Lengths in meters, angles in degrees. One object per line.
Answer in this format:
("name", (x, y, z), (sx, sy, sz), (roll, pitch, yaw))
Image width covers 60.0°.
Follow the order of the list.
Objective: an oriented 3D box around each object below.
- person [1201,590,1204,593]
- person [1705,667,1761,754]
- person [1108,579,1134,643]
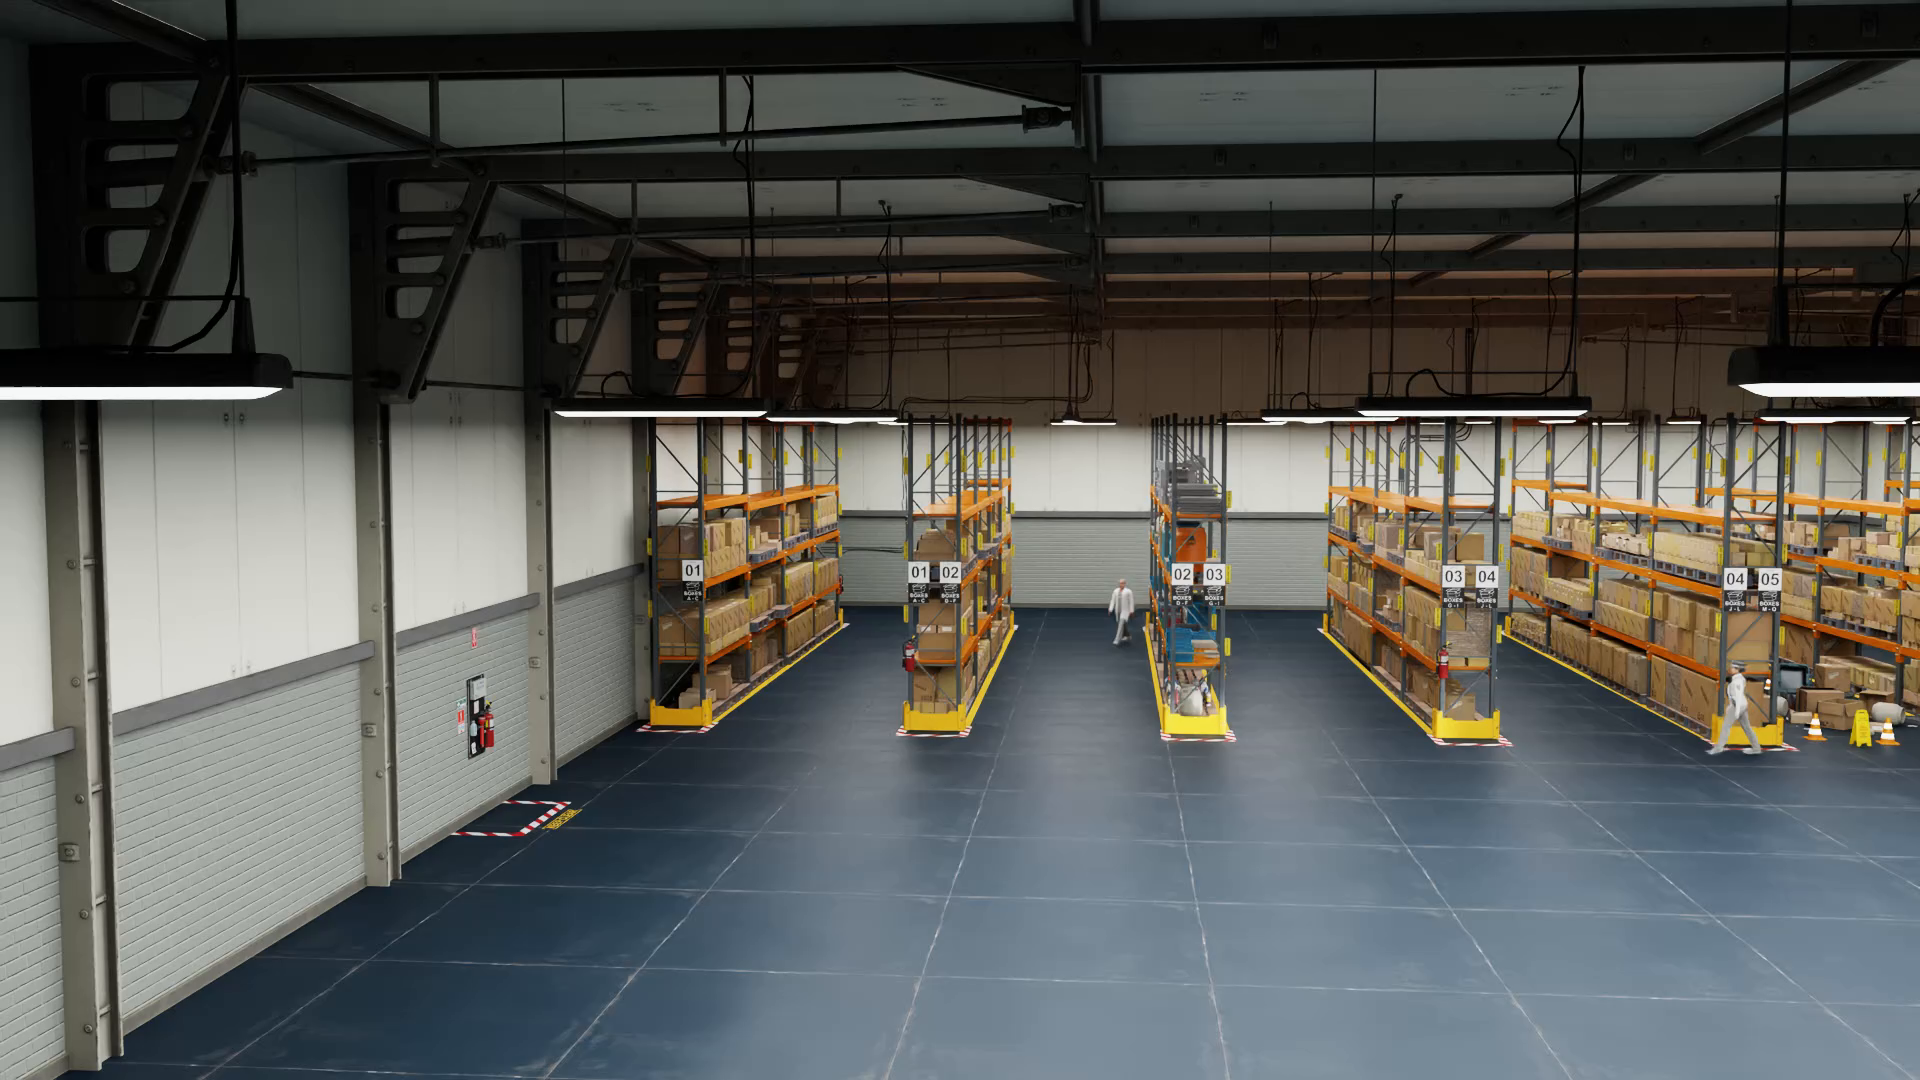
("person", (7.458, 1.489, 49.635), (0.544, 1.624, 0.897), (0, 4, 4))
("person", (13.592, 2.946, 29.161), (0.859, 1.632, 0.518), (2, 5, 32))
("person", (4.313, 1.861, 43.938), (0.601, 1.664, 1.015), (3, 5, 37))
